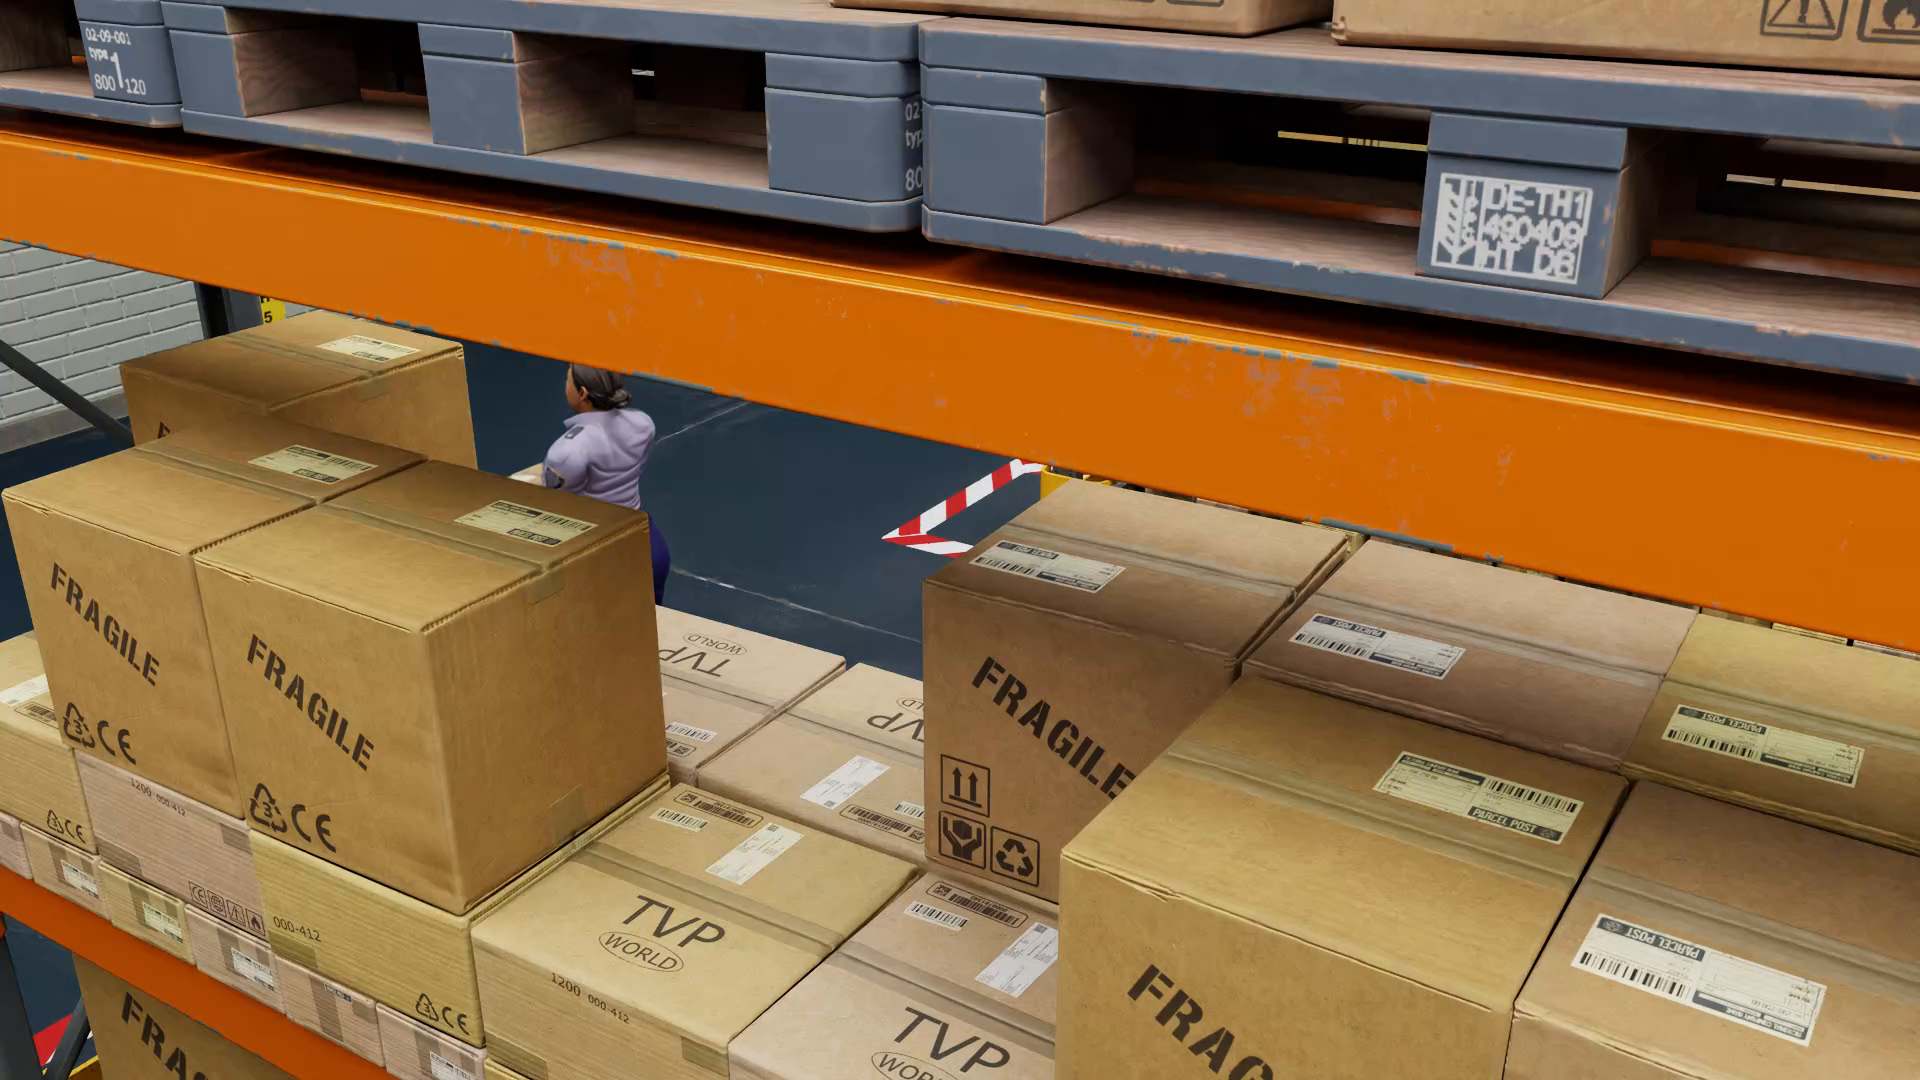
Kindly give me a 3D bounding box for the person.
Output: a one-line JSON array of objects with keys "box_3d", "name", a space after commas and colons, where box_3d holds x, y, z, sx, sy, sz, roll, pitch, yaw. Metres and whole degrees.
[{"box_3d": [-1.322, 0.083, 5.938, 0.514, 1.640, 0.453, 14, 27, 30], "name": "person"}]
